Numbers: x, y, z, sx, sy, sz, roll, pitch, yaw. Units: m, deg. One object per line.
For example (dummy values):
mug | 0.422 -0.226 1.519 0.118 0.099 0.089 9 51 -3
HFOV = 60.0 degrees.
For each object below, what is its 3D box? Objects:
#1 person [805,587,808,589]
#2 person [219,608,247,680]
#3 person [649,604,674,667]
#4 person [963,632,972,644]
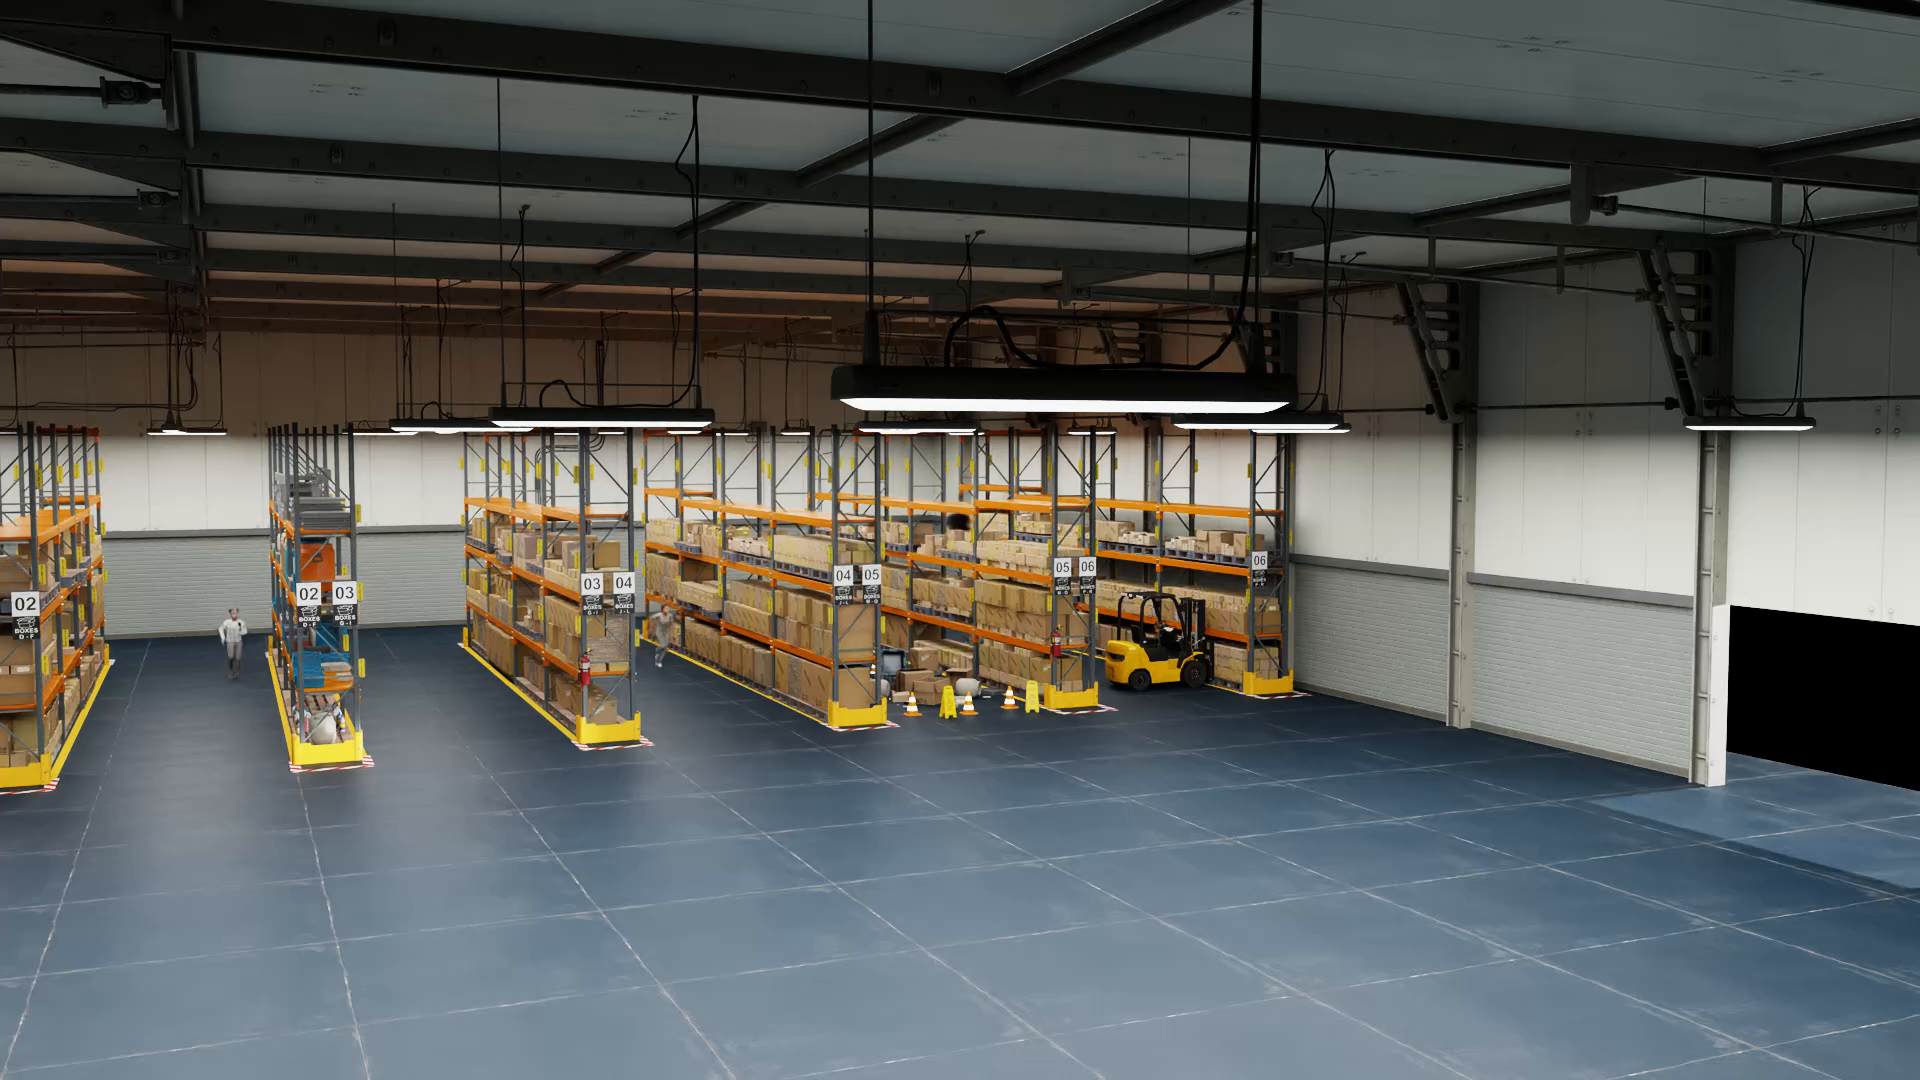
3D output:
person | -4.272 1.712 51.097 1.000 1.764 0.702 -1 4 -20
person | -17.248 2.467 39.508 0.596 1.717 0.685 -2 4 -29
person | -7.446 2.387 41.671 0.563 1.596 0.687 -3 4 -37
person | 0.213 2.146 46.123 0.538 1.541 0.517 -3 5 -44
